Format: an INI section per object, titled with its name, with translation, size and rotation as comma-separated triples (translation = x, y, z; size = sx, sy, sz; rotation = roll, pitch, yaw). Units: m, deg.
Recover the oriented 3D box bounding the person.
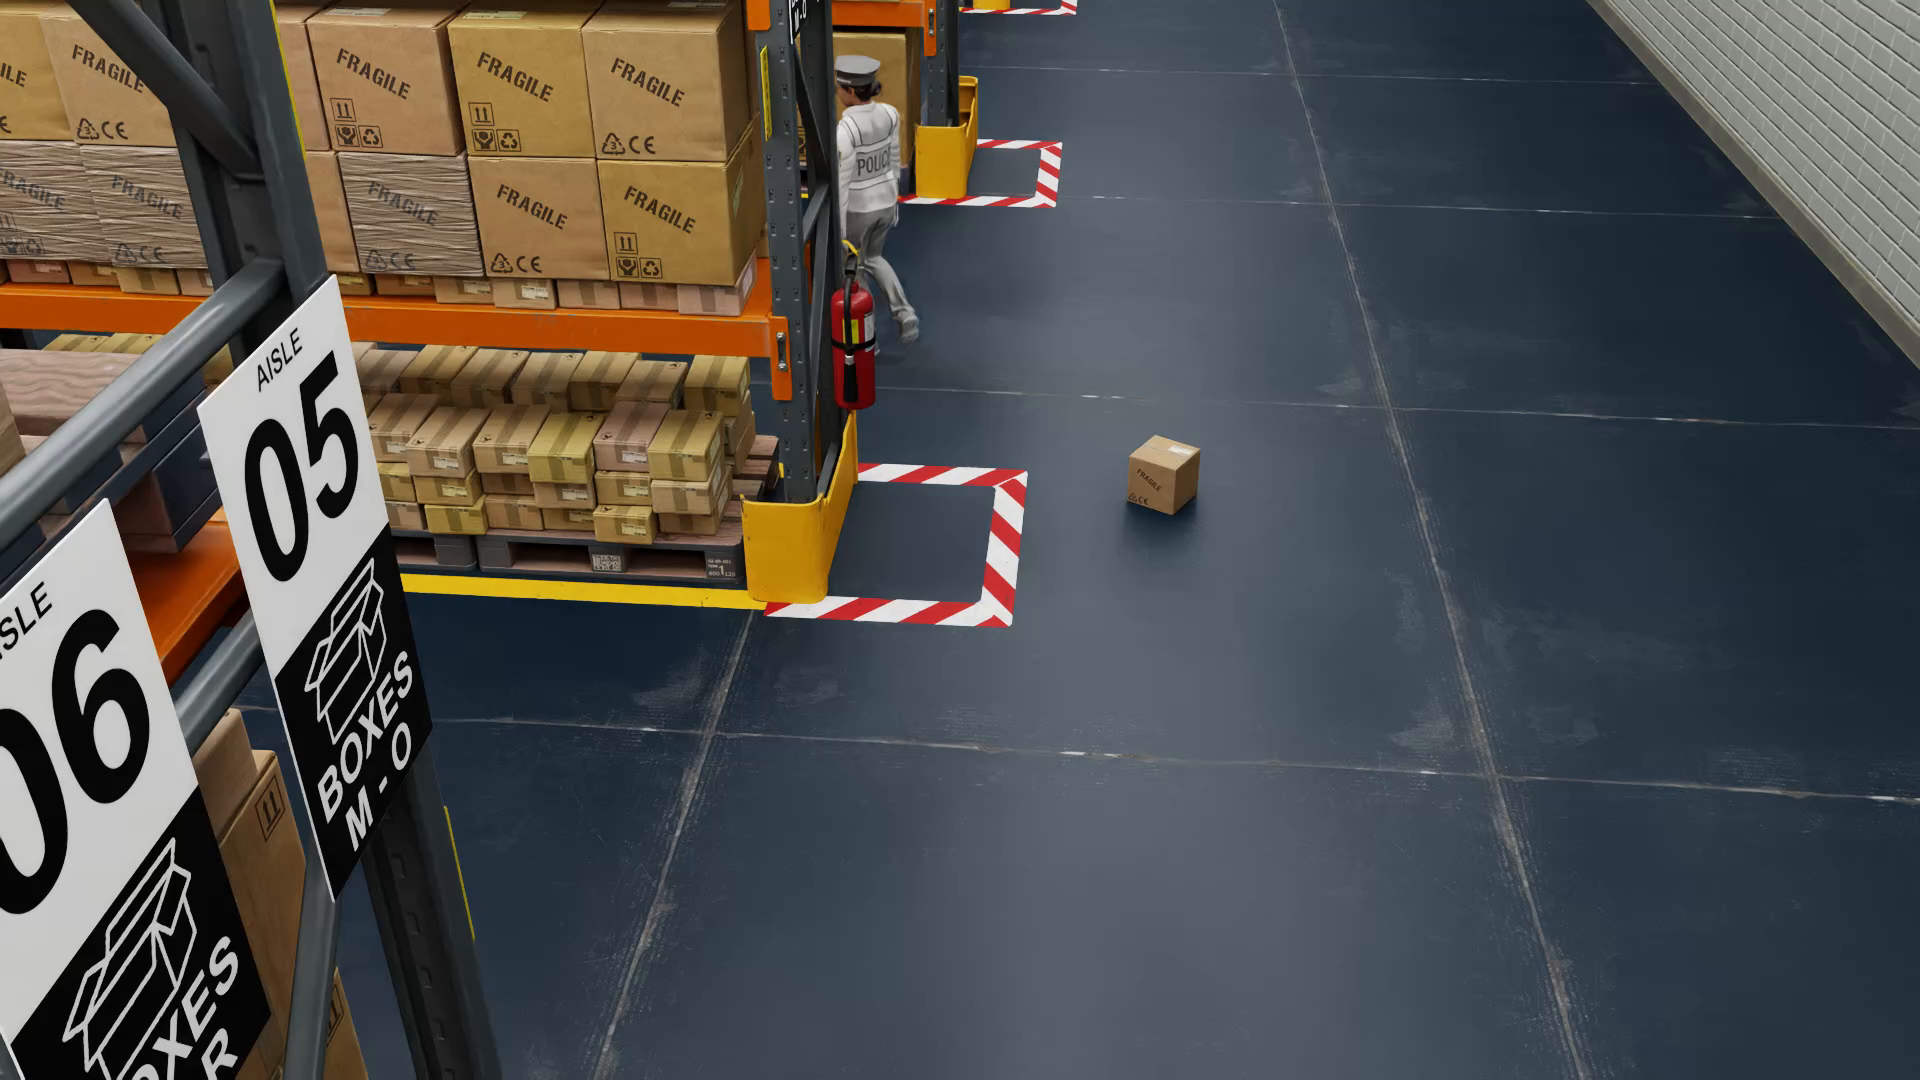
[person]
translation = -0.482, -1.736, 8.851
size = 0.482, 1.658, 0.504
rotation = 27, 41, 36
